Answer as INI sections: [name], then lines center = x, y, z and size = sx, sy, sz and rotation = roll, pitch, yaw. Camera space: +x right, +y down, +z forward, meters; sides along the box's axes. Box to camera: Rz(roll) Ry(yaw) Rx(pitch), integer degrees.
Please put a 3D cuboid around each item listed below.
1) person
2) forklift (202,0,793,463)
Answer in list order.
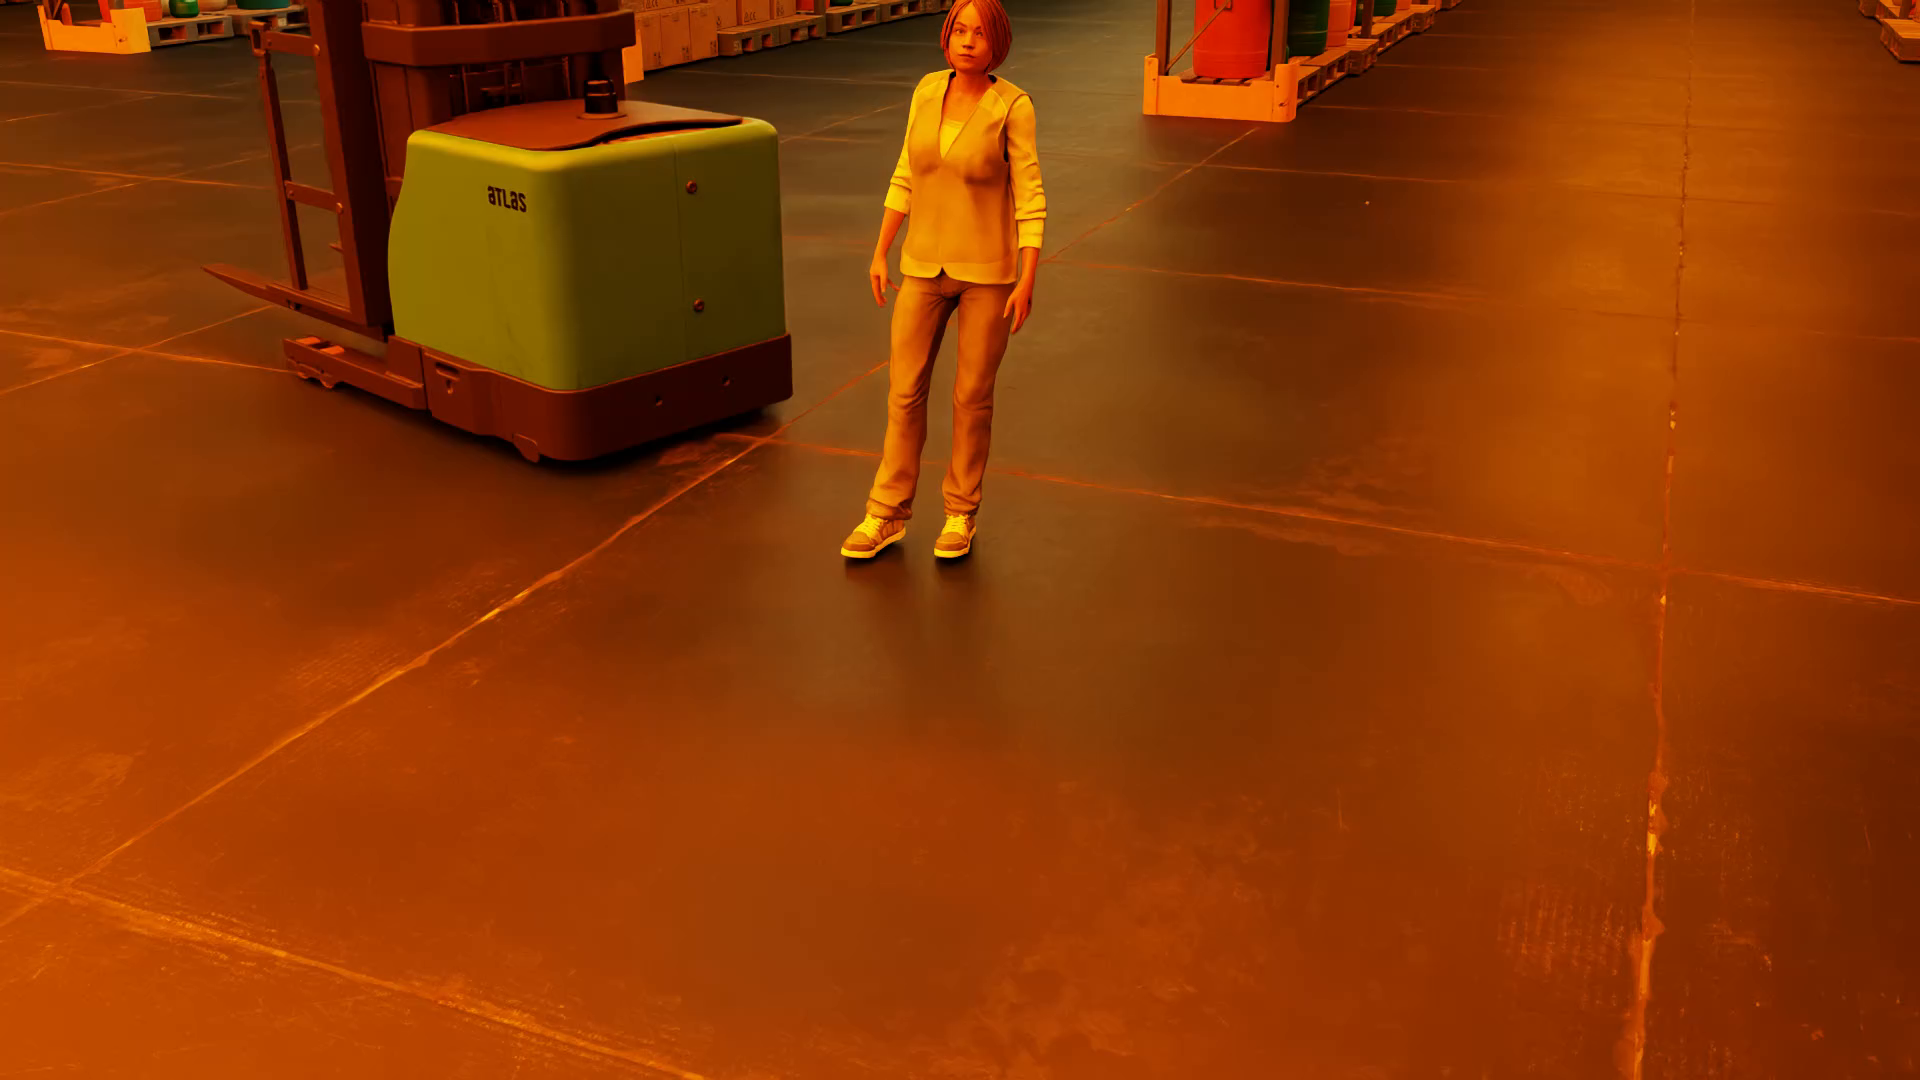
[person]
center = -0.041, -0.720, 4.724
size = 0.520, 1.597, 0.475
rotation = 9, 24, 21
[forklift]
center = -2.052, -2.075, 6.256
size = 3.031, 2.935, 1.130
rotation = 19, 30, 38
